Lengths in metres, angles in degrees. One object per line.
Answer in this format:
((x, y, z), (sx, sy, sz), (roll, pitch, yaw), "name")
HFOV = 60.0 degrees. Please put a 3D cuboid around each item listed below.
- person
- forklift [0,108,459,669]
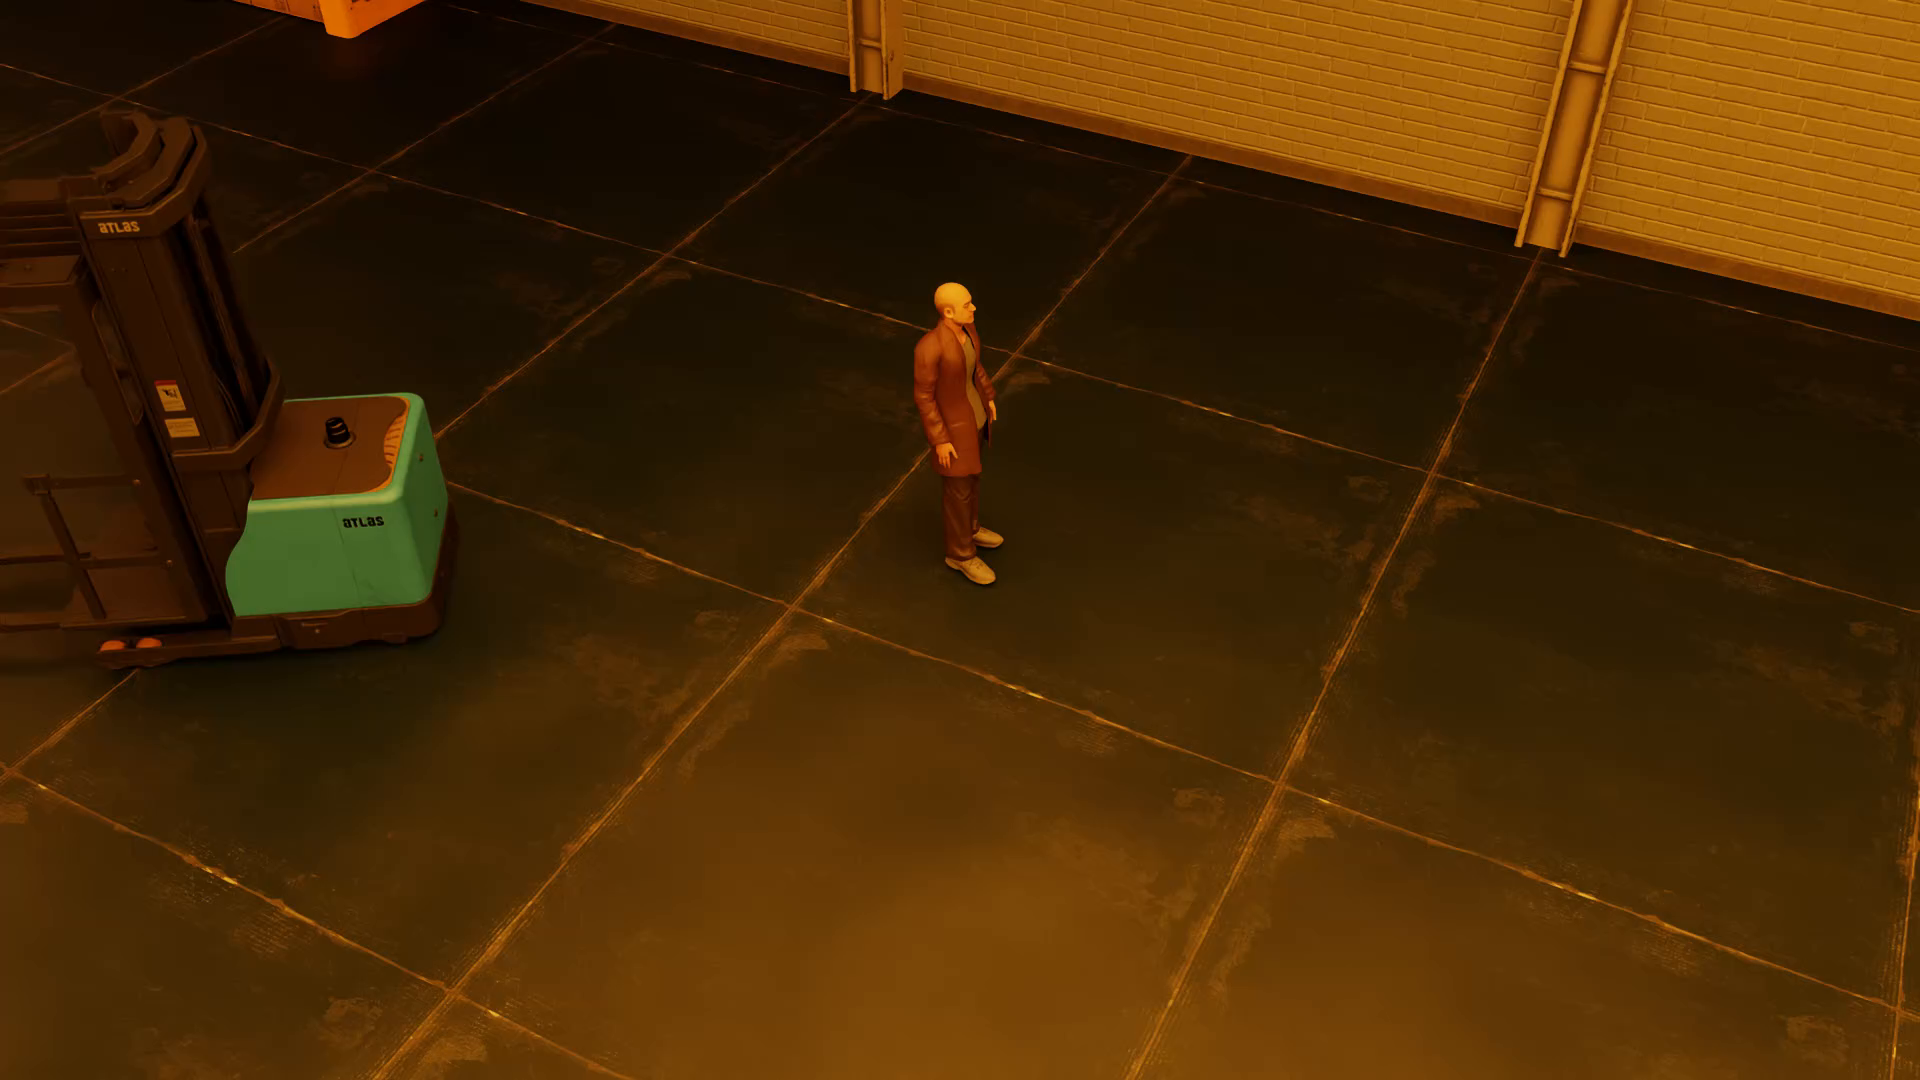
((0.078, -0.656, 9.649), (0.582, 1.776, 0.696), (18, 43, 21), "person")
((-4.543, -0.752, 8.879), (3.031, 2.935, 1.130), (-4, 40, -5), "forklift")
